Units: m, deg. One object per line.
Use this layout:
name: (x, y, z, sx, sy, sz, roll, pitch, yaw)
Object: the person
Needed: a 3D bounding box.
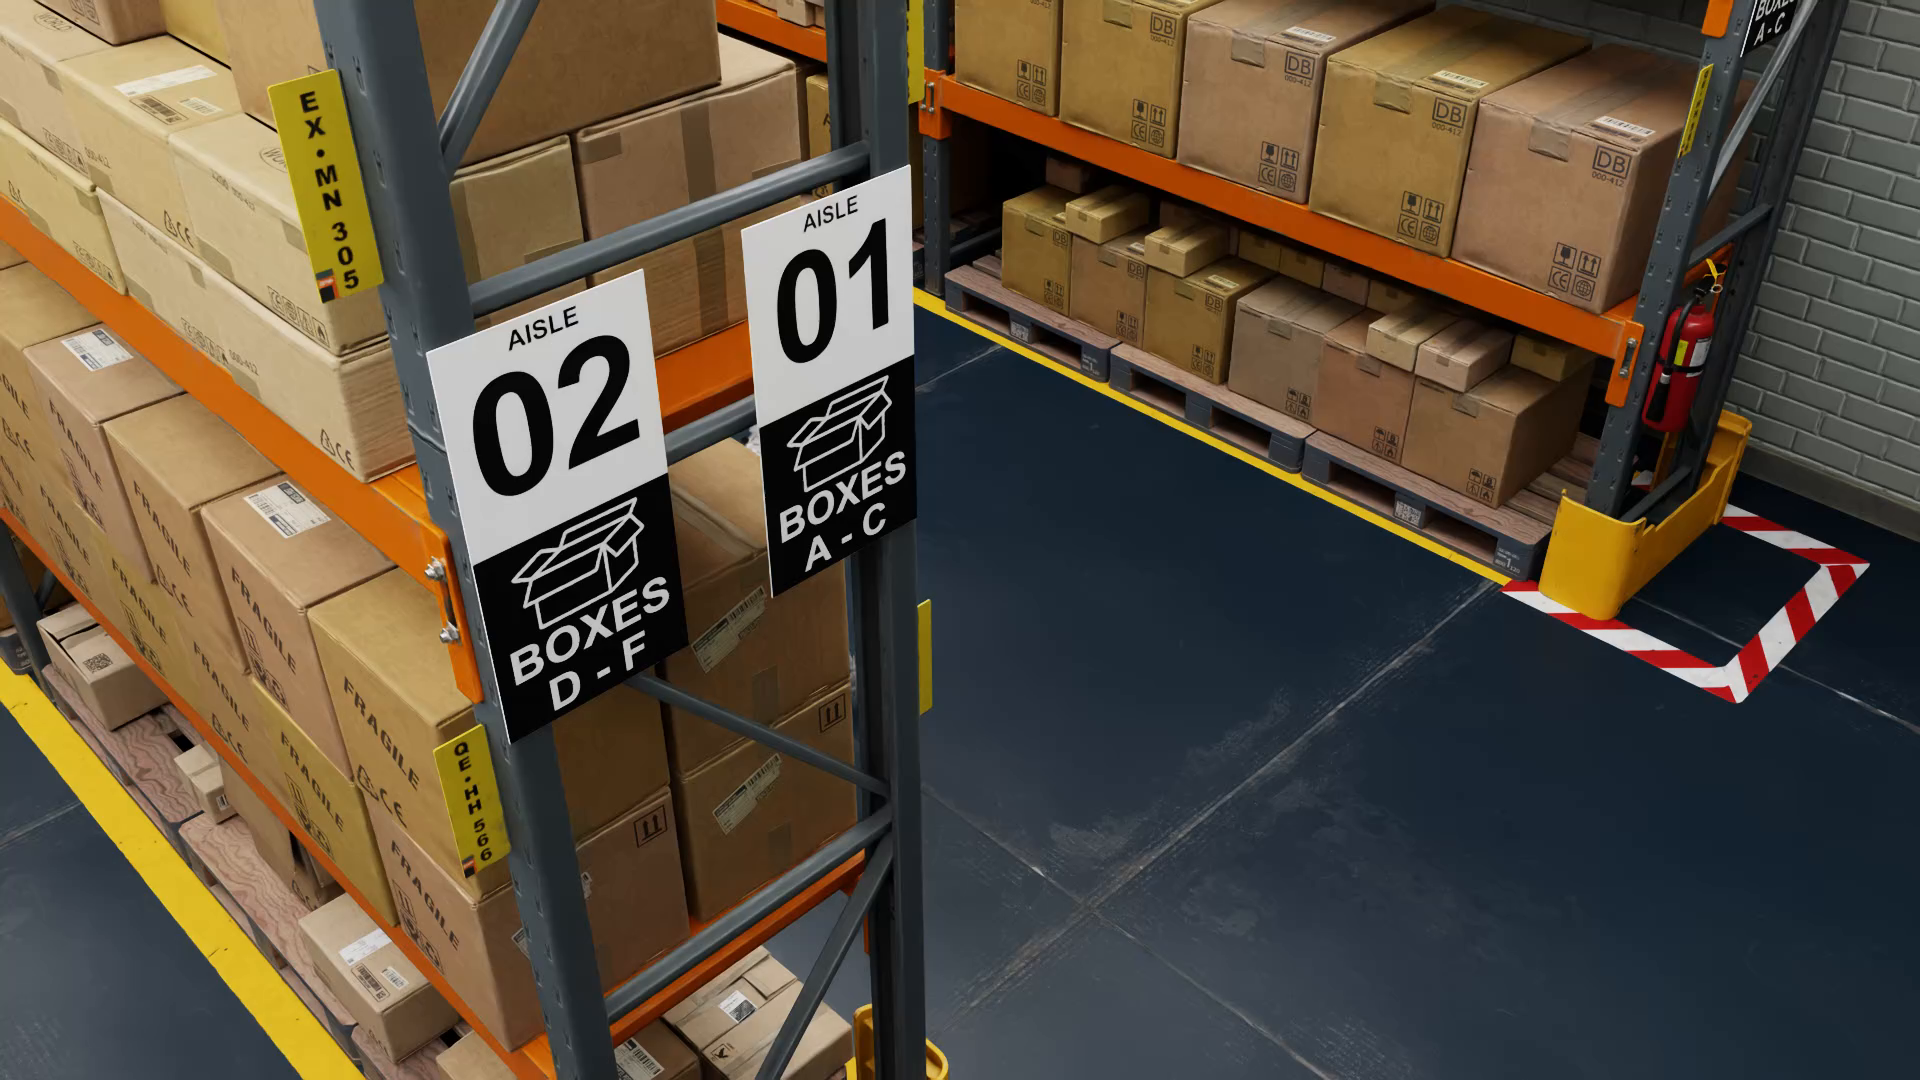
person: (-0.649, 0.047, 6.048, 0.484, 1.672, 0.558, 15, 38, 19)
